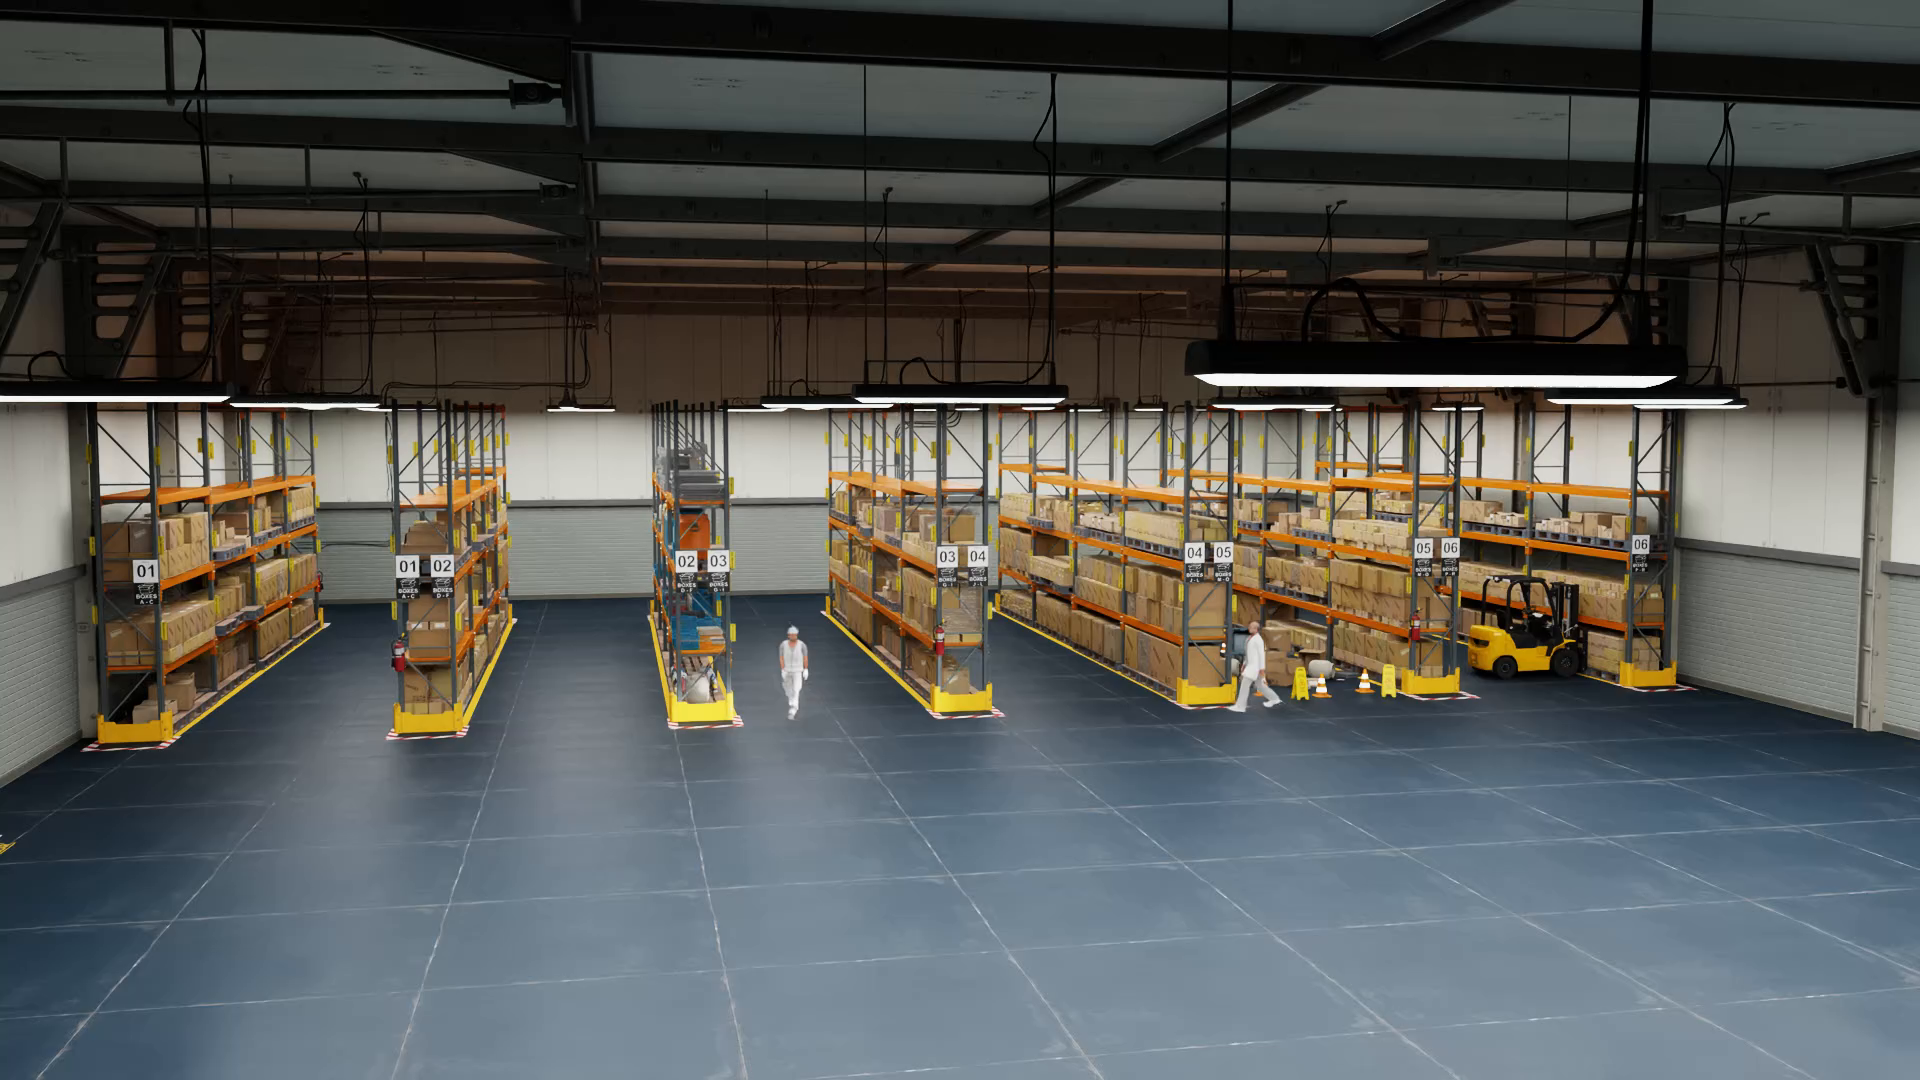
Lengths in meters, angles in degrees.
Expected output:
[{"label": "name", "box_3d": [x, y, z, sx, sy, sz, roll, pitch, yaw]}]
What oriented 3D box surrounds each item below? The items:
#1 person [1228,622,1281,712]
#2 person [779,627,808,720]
[{"label": "person", "box_3d": [5.685, 2.436, 32.034, 1.144, 1.731, 0.577, -1, 4, -11]}, {"label": "person", "box_3d": [-3.165, 2.492, 31.416, 0.523, 1.722, 1.052, 0, 4, 4]}]
